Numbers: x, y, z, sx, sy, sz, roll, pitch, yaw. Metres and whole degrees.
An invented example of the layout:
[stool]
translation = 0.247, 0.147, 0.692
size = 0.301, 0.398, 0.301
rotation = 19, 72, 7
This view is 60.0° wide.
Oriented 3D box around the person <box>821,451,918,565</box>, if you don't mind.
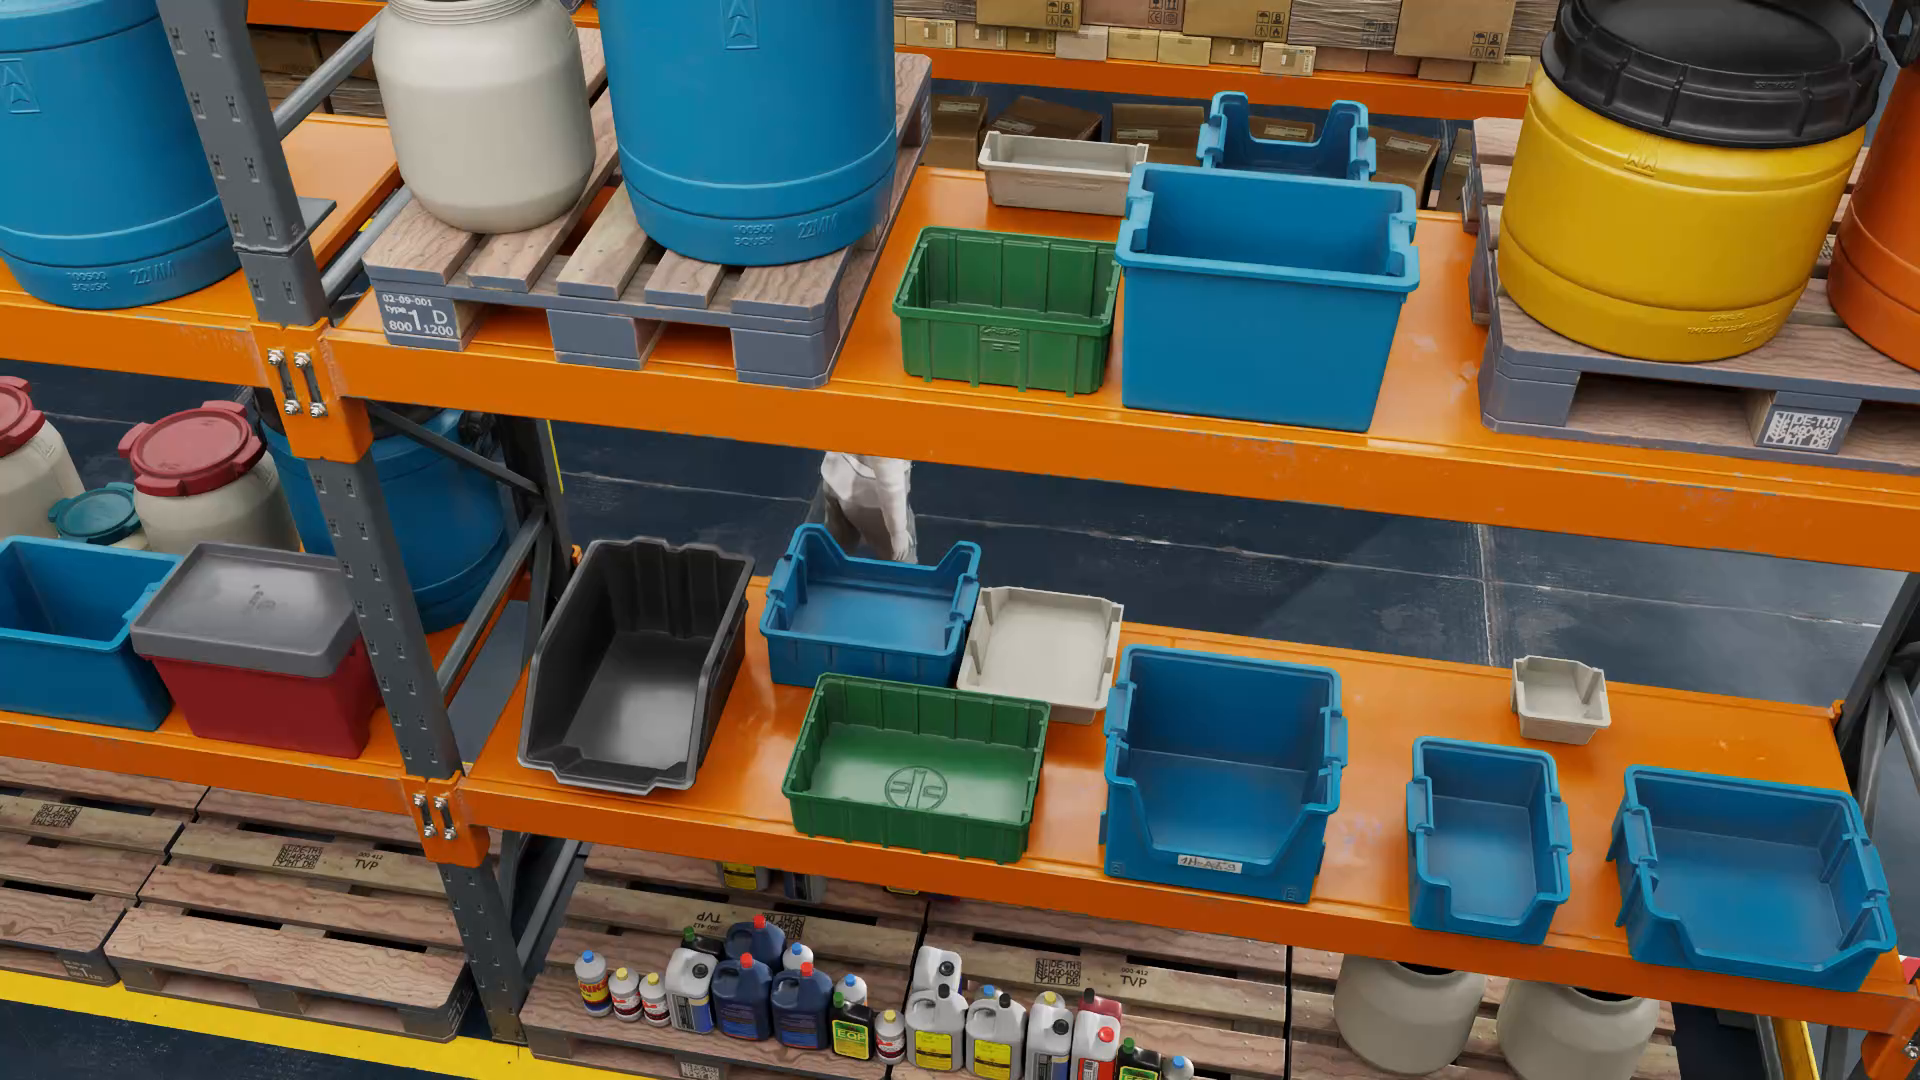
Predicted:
[person]
translation = -0.309, -0.187, 6.341
size = 0.630, 1.649, 0.530
rotation = -21, 45, -23
